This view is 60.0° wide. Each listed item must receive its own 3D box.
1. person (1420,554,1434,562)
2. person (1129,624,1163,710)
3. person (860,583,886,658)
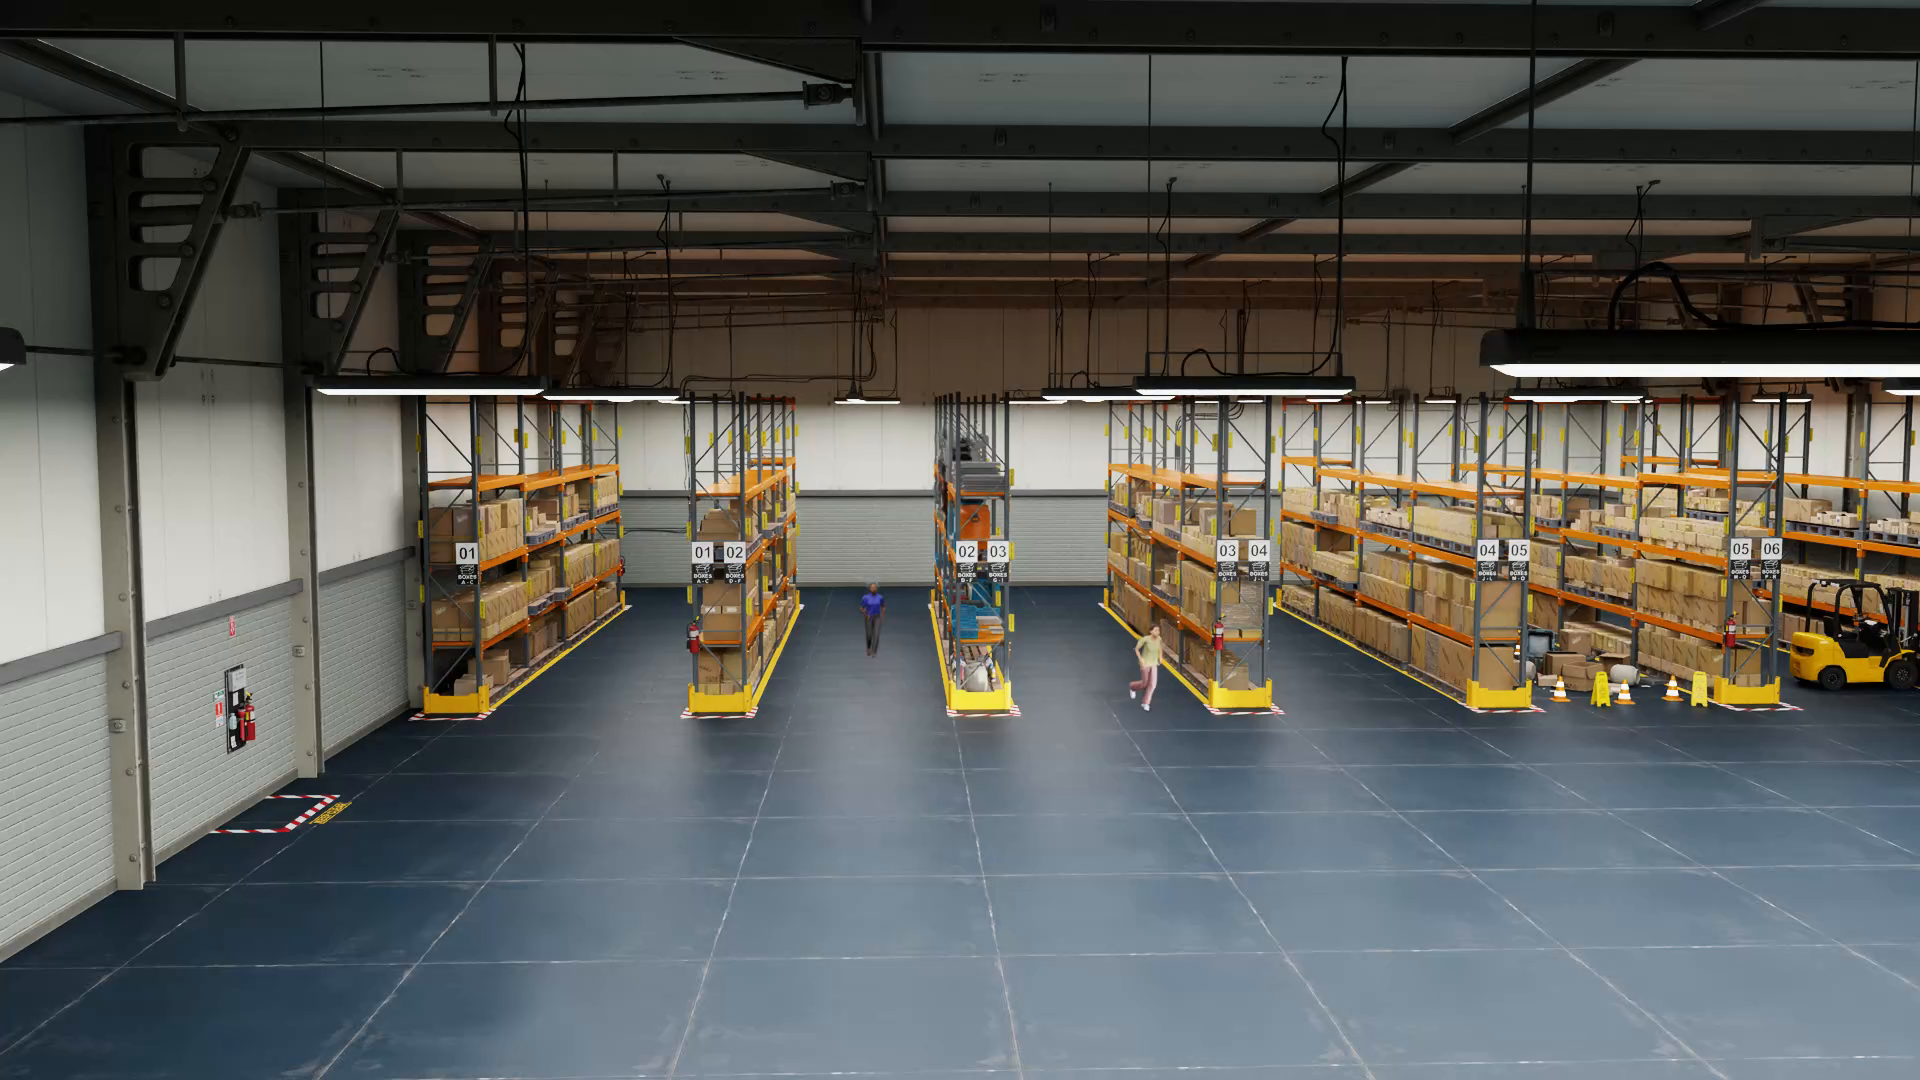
[{"bbox_3d":[13.682,0.940,48.991,0.580,1.717,0.699,-1,5,-11],"label":"person"},{"bbox_3d":[3.587,2.389,31.798,0.591,1.624,0.763,-3,5,-30],"label":"person"},{"bbox_3d":[-1.877,1.736,36.064,0.562,1.621,0.534,-1,5,-11],"label":"person"}]
